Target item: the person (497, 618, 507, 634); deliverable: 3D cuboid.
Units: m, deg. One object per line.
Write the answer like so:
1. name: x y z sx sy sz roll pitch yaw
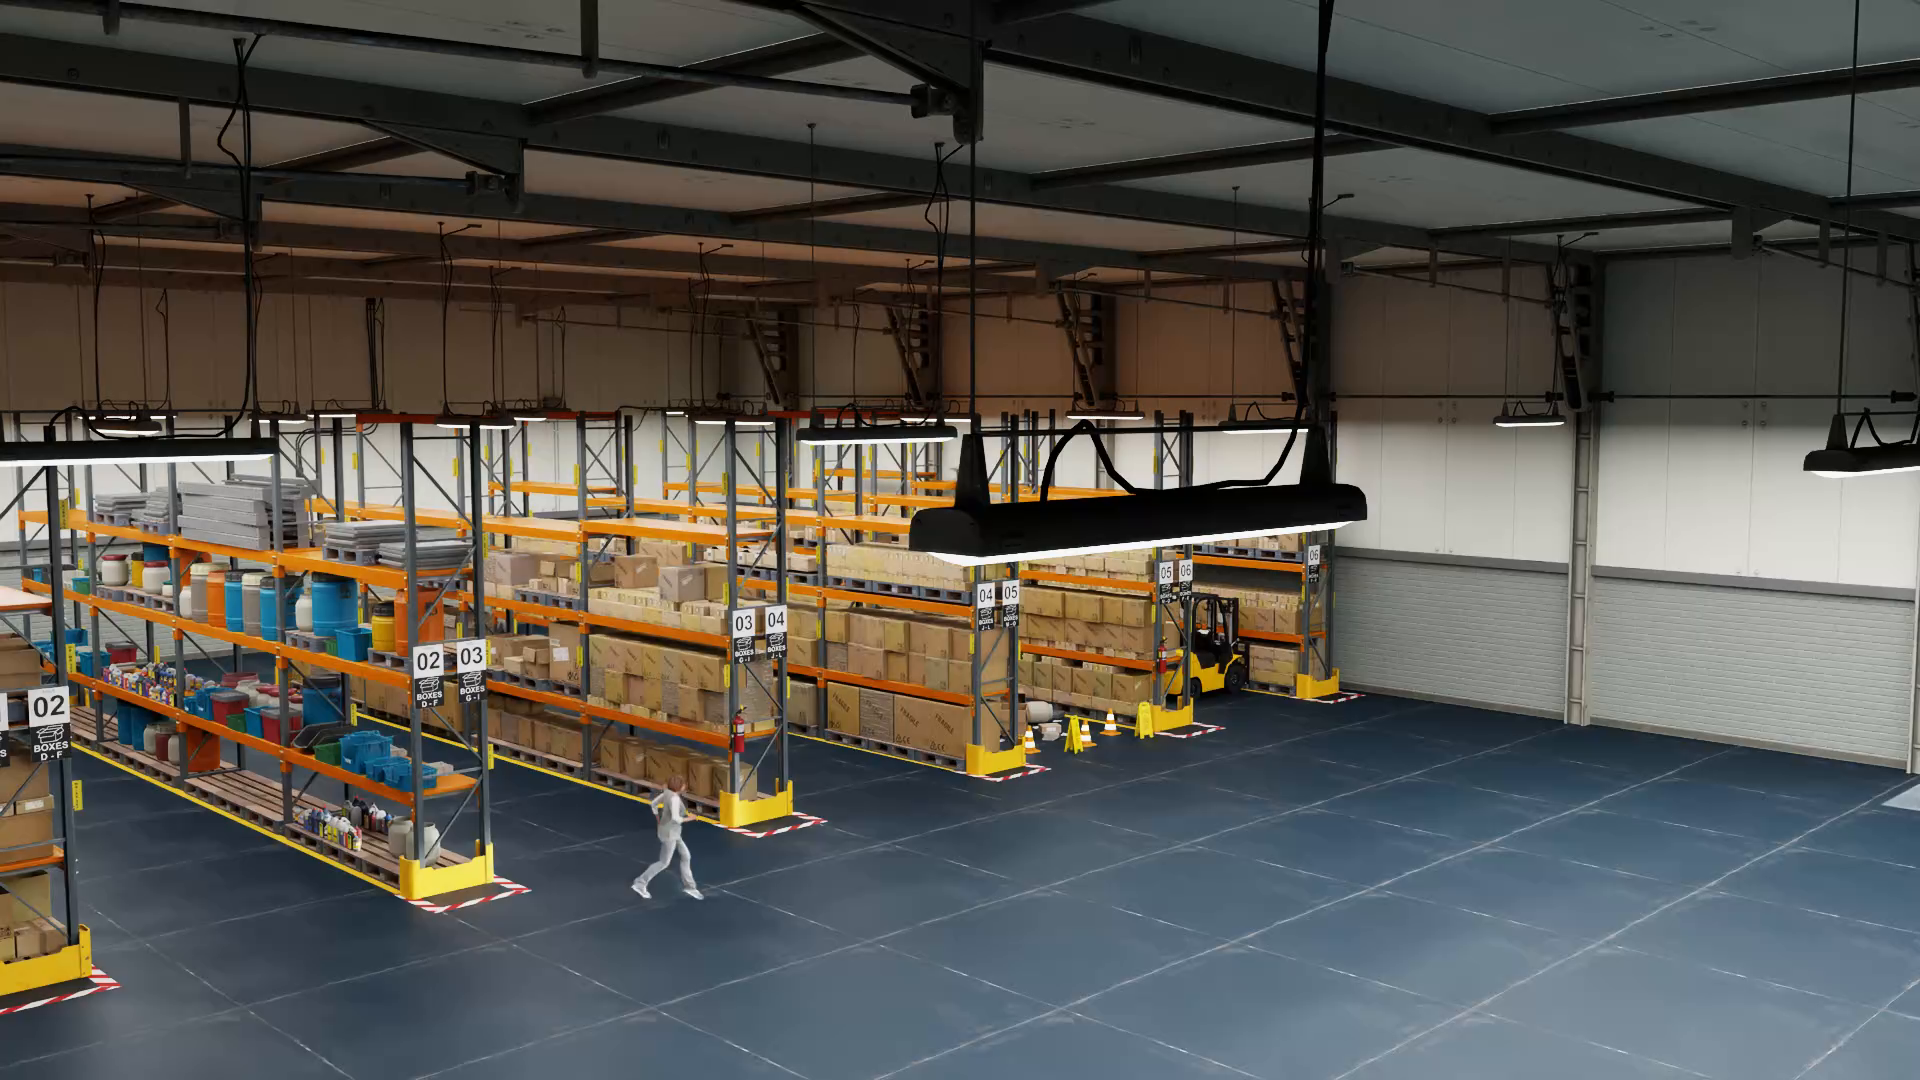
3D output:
1. person: -11.017 2.014 40.456 0.722 1.709 0.554 -5 7 -44

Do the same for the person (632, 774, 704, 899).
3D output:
1. person: -3.658 3.734 20.772 0.890 1.617 0.562 -2 5 -20
